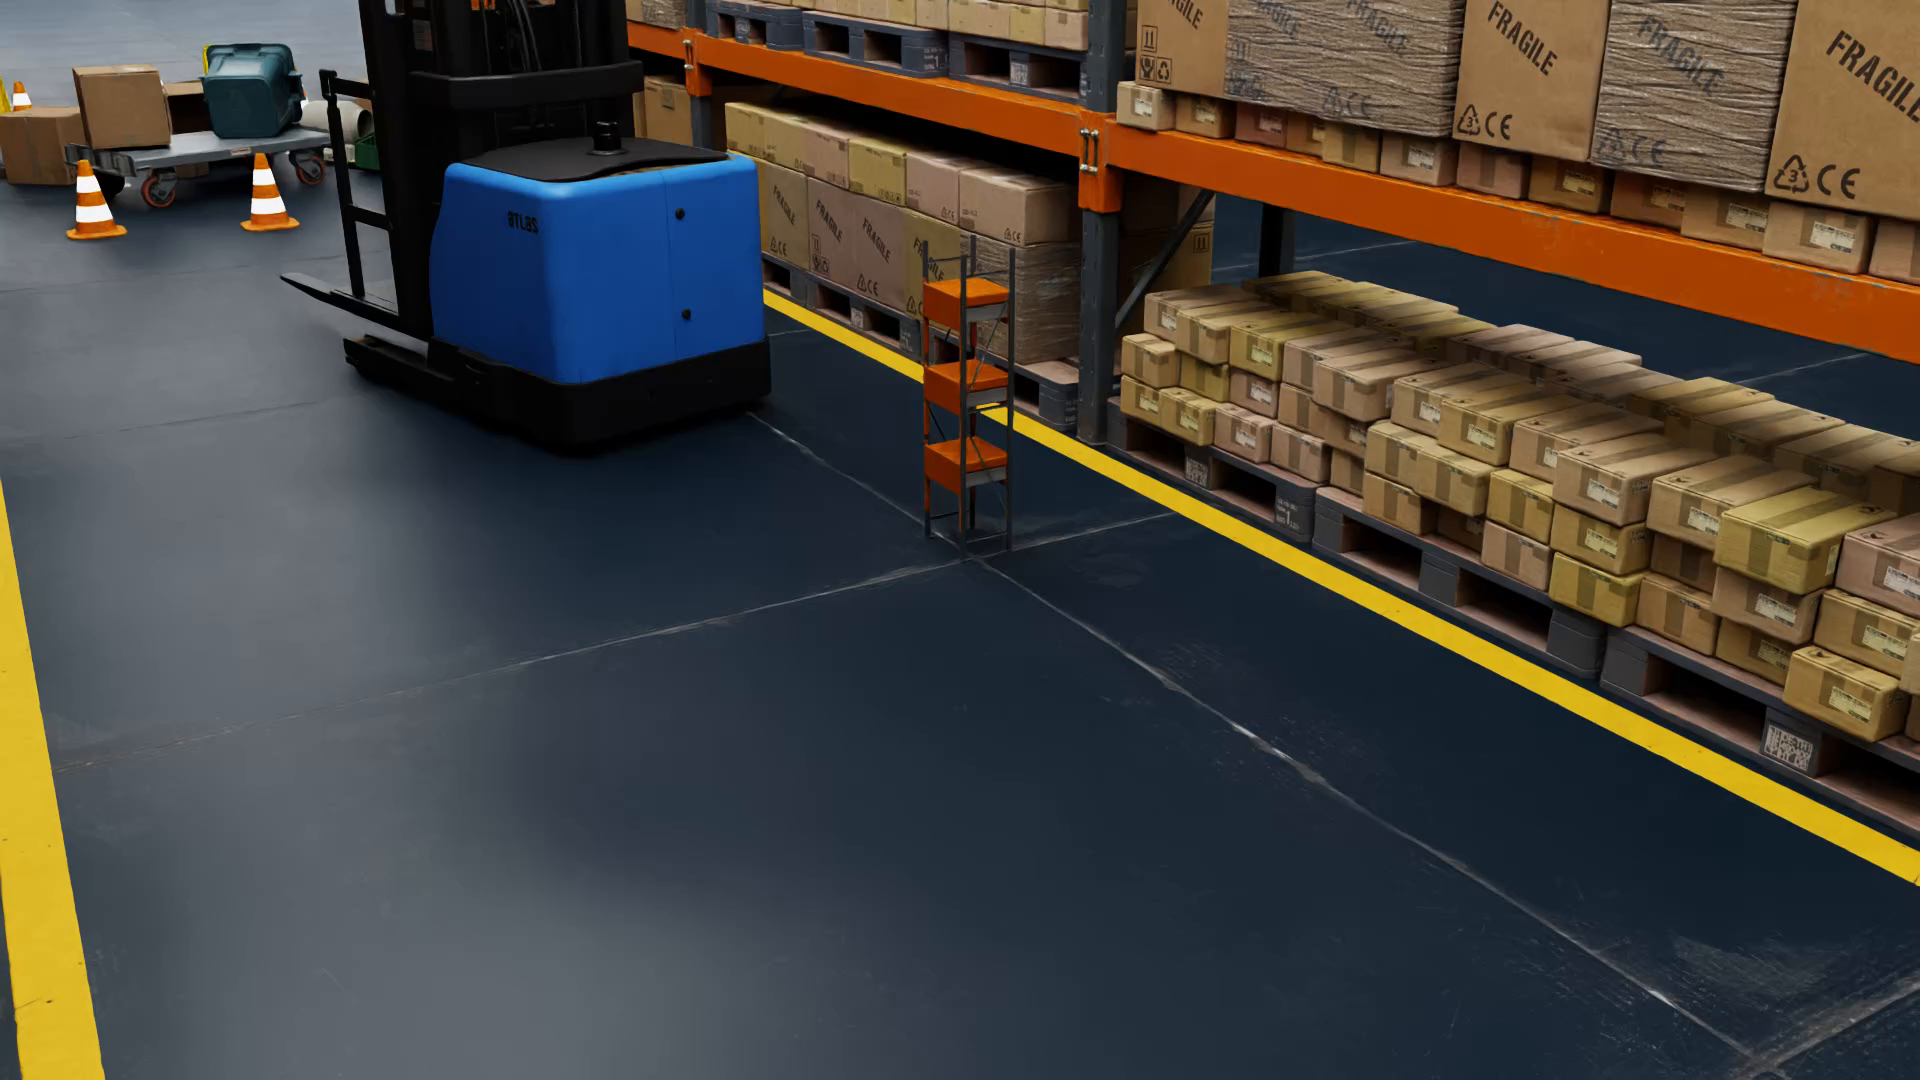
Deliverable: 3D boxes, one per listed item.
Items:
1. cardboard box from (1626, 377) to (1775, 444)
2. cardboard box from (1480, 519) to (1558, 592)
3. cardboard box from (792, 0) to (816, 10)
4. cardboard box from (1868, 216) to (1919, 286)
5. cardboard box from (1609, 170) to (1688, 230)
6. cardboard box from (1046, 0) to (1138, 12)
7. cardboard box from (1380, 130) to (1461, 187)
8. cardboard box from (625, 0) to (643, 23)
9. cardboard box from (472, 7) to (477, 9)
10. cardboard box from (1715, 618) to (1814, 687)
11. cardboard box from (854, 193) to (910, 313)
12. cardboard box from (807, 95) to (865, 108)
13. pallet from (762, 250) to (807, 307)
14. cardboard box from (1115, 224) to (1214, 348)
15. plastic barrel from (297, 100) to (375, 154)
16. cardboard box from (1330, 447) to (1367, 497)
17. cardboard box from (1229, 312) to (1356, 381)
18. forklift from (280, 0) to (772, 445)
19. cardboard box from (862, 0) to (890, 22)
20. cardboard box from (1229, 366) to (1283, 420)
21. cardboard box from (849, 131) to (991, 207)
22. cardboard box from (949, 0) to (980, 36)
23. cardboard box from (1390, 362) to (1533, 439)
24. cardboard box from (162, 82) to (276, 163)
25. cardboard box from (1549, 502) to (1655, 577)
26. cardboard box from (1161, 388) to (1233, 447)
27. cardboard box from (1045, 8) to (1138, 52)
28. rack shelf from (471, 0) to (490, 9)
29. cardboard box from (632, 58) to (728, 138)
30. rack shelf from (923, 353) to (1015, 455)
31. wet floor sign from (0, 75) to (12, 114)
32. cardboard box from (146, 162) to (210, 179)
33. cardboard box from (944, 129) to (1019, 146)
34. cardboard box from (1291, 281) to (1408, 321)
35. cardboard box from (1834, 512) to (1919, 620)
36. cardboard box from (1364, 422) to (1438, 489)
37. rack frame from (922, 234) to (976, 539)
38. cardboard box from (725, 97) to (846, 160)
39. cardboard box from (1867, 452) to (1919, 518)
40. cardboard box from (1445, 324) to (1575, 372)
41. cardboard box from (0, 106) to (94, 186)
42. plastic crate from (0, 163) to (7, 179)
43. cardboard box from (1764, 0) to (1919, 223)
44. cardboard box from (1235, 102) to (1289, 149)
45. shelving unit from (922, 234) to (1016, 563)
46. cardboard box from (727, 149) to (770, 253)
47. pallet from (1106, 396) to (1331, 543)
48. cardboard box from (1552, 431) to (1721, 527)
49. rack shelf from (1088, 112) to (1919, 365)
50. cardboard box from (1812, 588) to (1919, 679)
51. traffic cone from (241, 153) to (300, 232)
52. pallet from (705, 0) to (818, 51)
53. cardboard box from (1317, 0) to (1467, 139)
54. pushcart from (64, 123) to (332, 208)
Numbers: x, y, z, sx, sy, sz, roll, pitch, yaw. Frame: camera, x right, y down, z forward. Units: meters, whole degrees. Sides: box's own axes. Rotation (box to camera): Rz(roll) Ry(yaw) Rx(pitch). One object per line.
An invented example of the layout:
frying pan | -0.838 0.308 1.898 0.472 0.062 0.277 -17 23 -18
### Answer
cardboard box | 2.315 -0.386 5.216 0.380 0.149 0.250 -12 25 -27
cardboard box | 1.809 0.010 5.031 0.380 0.149 0.250 -12 25 -27
cardboard box | -0.637 -2.802 8.499 0.380 0.149 0.250 -11 25 -26
cardboard box | 2.335 -0.680 3.835 0.380 0.149 0.250 -13 25 -29
cardboard box | 1.989 -0.948 4.494 0.380 0.149 0.250 -14 26 -30
cardboard box | 0.564 -2.181 6.575 0.380 0.149 0.250 -12 25 -27
cardboard box | 1.515 -1.186 5.080 0.380 0.149 0.250 -11 25 -26
cardboard box | -1.821 -3.471 10.236 0.500 0.500 0.500 -13 25 -28
cardboard box | -3.874 -4.182 14.382 0.875 0.875 0.875 -12 25 -28
cardboard box | 2.253 0.251 4.440 0.380 0.149 0.250 -13 25 -28
cardboard box | -0.178 -1.435 8.120 0.500 0.500 0.500 -13 26 -29
cardboard box | -0.531 -2.382 9.455 0.500 0.250 0.500 -13 26 -29
pallet | -0.708 -1.624 9.527 1.003 0.211 1.213 -13 25 -28
cardboard box | 0.788 -1.201 7.545 0.500 0.500 0.500 -12 25 -26
plastic barrel | -5.048 -3.343 13.473 0.512 0.421 0.421 4 22 9
cardboard box | 1.495 -0.259 5.693 0.380 0.149 0.250 -14 26 -30
cardboard box | 1.196 -0.699 5.987 0.380 0.149 0.250 -13 25 -29
forklift | -2.209 -2.201 7.333 1.130 2.935 3.031 -20 30 -41
cardboard box | -0.240 -2.550 7.878 0.380 0.149 0.250 -14 26 -30
cardboard box | 1.209 -0.571 6.065 0.380 0.149 0.250 -13 25 -29
cardboard box | -0.194 -1.788 7.993 0.500 0.250 0.500 -14 26 -31
cardboard box | 0.177 -2.289 7.236 0.380 0.149 0.250 -14 26 -31
cardboard box | 1.619 -0.449 5.371 0.380 0.149 0.250 -14 26 -30
cardboard box | -5.838 -3.298 13.076 0.797 0.637 0.503 -13 25 -28
cardboard box | 1.923 -0.040 4.760 0.380 0.149 0.250 -12 25 -27
cardboard box | 0.983 -0.482 6.243 0.380 0.149 0.250 -12 25 -27
cardboard box | 0.564 -2.043 6.630 0.380 0.149 0.250 -13 26 -29
rack shelf | -4.171 -4.778 14.539 1.077 0.370 4.000 -13 25 -28
cardboard box | -1.789 -2.818 11.192 1.050 0.750 0.750 -12 25 -27
rack shelf | 0.027 -0.459 5.575 0.215 0.259 0.240 -13 25 -28
wet floor sign | -8.574 -3.951 14.674 0.267 0.644 0.232 -4 22 -10
cardboard box | -5.924 -2.889 12.567 0.396 0.266 0.258 8 23 18
cardboard box | 0.256 -1.886 8.234 0.500 0.250 0.500 -12 25 -26
cardboard box | 1.507 -0.884 6.440 0.380 0.149 0.250 -12 25 -28
cardboard box | 2.413 0.056 4.128 0.380 0.149 0.250 -12 25 -27
cardboard box | 1.539 -0.295 5.387 0.380 0.149 0.250 -13 25 -29
rack frame | -0.035 -0.509 5.668 0.200 1.050 0.008 -13 25 -28
cardboard box | -0.962 -2.283 9.212 0.500 0.250 0.500 -14 26 -31
cardboard box | 2.742 -0.136 4.601 0.380 0.149 0.250 -13 25 -28
cardboard box | 1.924 -0.635 5.830 0.380 0.149 0.250 -14 26 -31
cardboard box | -6.731 -2.931 12.355 0.500 0.500 0.500 4 22 9
plastic crate | -7.450 -2.793 12.576 0.583 0.080 0.402 17 28 36
cardboard box | 2.271 -1.027 3.827 0.500 0.500 0.500 -13 26 -29
cardboard box | 1.178 -1.458 5.748 0.380 0.149 0.250 -14 26 -31
shelving unit | 0.027 -0.469 5.571 0.215 1.050 0.252 -13 25 -28
cardboard box | -0.964 -1.928 9.332 0.500 0.500 0.500 -14 26 -30
pallet | 1.311 -0.372 6.446 1.003 0.211 1.213 -13 25 -28
cardboard box | 1.909 -0.176 4.698 0.380 0.149 0.250 -12 25 -26
rack shelf | 1.959 -0.894 4.982 1.077 0.370 4.000 -13 25 -28
cardboard box | 2.378 0.198 4.174 0.380 0.149 0.250 -13 26 -29
traffic cone | -4.509 -2.270 10.783 0.336 0.463 0.334 -13 25 -28
pallet | -0.651 -2.870 9.144 1.213 0.211 1.003 -13 25 -28
cardboard box | 1.459 -1.521 5.042 0.500 0.500 0.500 -13 26 -29
pushcart | -5.419 -2.719 12.000 0.936 0.377 1.648 17 28 36
